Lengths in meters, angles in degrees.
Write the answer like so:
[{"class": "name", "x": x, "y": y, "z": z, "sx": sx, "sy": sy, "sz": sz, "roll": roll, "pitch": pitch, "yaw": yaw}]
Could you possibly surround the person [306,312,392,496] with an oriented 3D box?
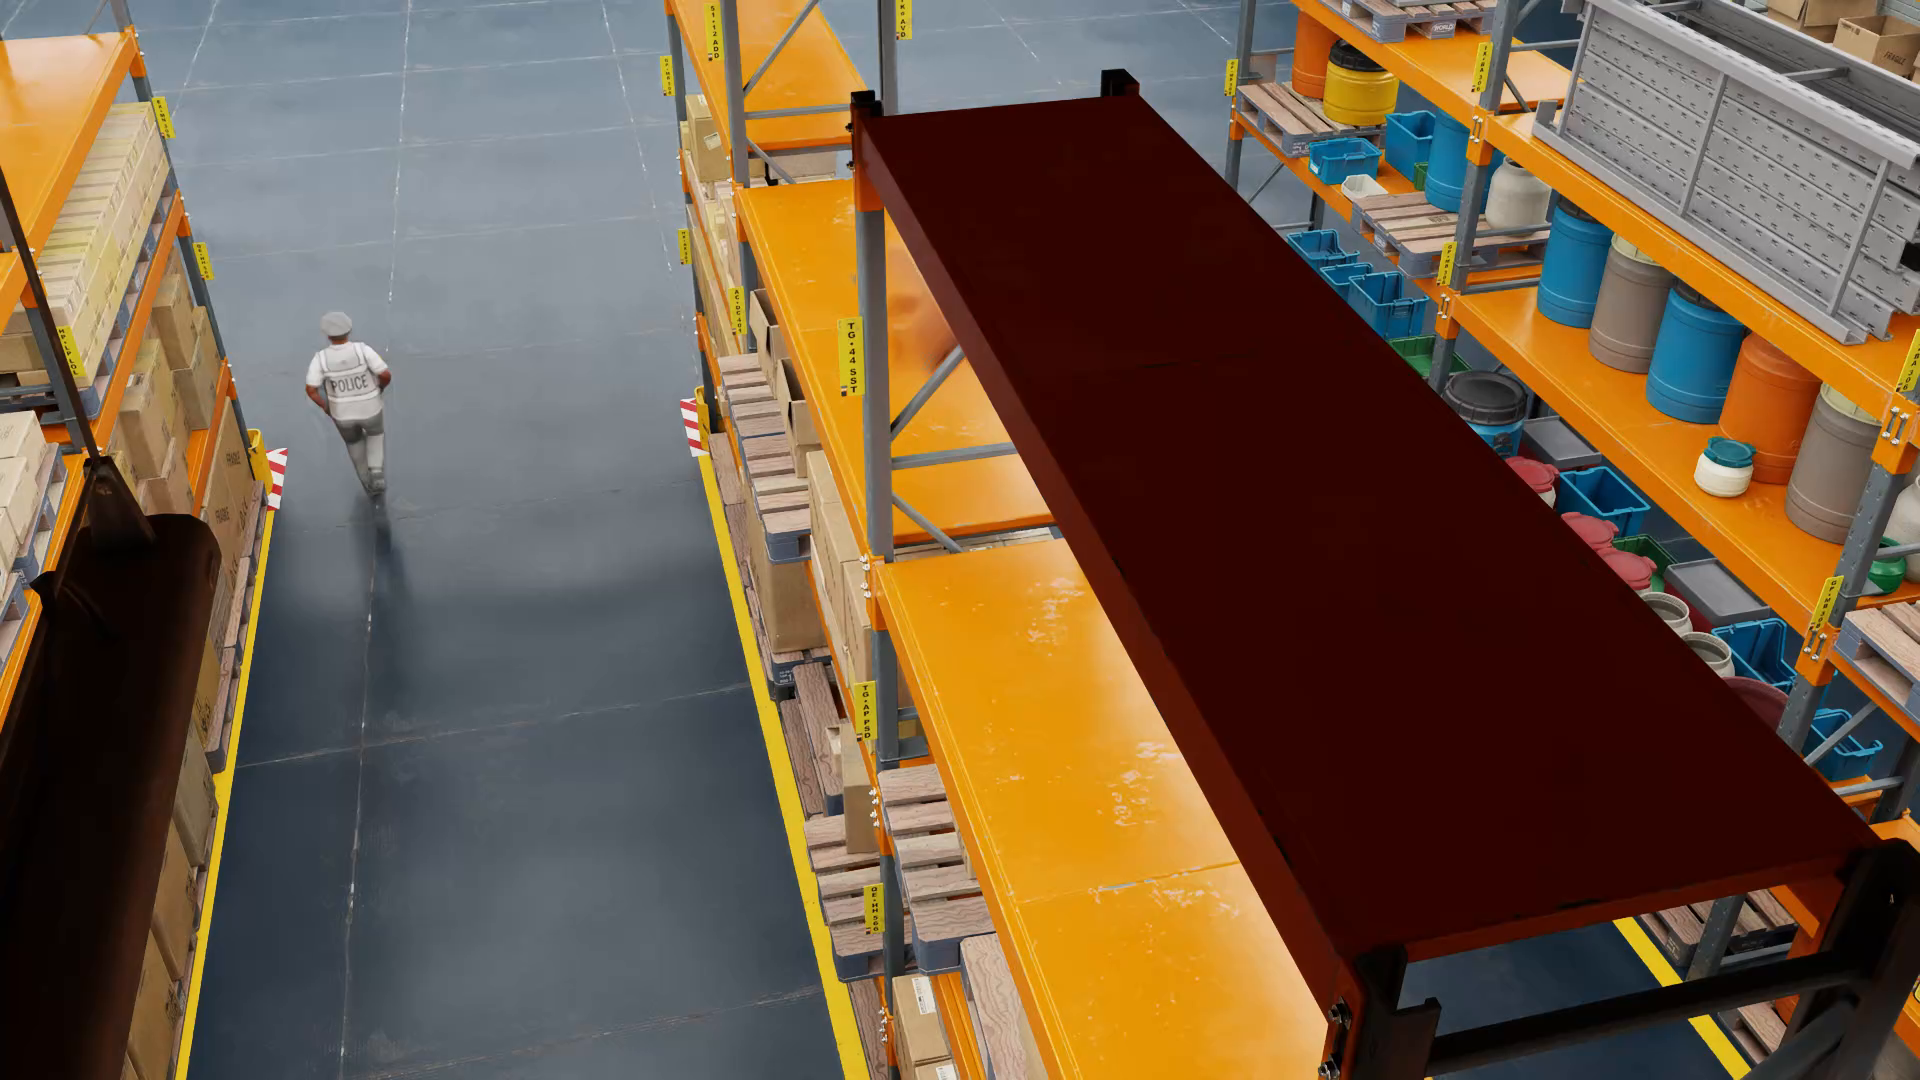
[{"class": "person", "x": -5.170, "y": -1.136, "z": 14.233, "sx": 0.695, "sy": 1.753, "sz": 0.532, "roll": -10, "pitch": 36, "yaw": -14}]
